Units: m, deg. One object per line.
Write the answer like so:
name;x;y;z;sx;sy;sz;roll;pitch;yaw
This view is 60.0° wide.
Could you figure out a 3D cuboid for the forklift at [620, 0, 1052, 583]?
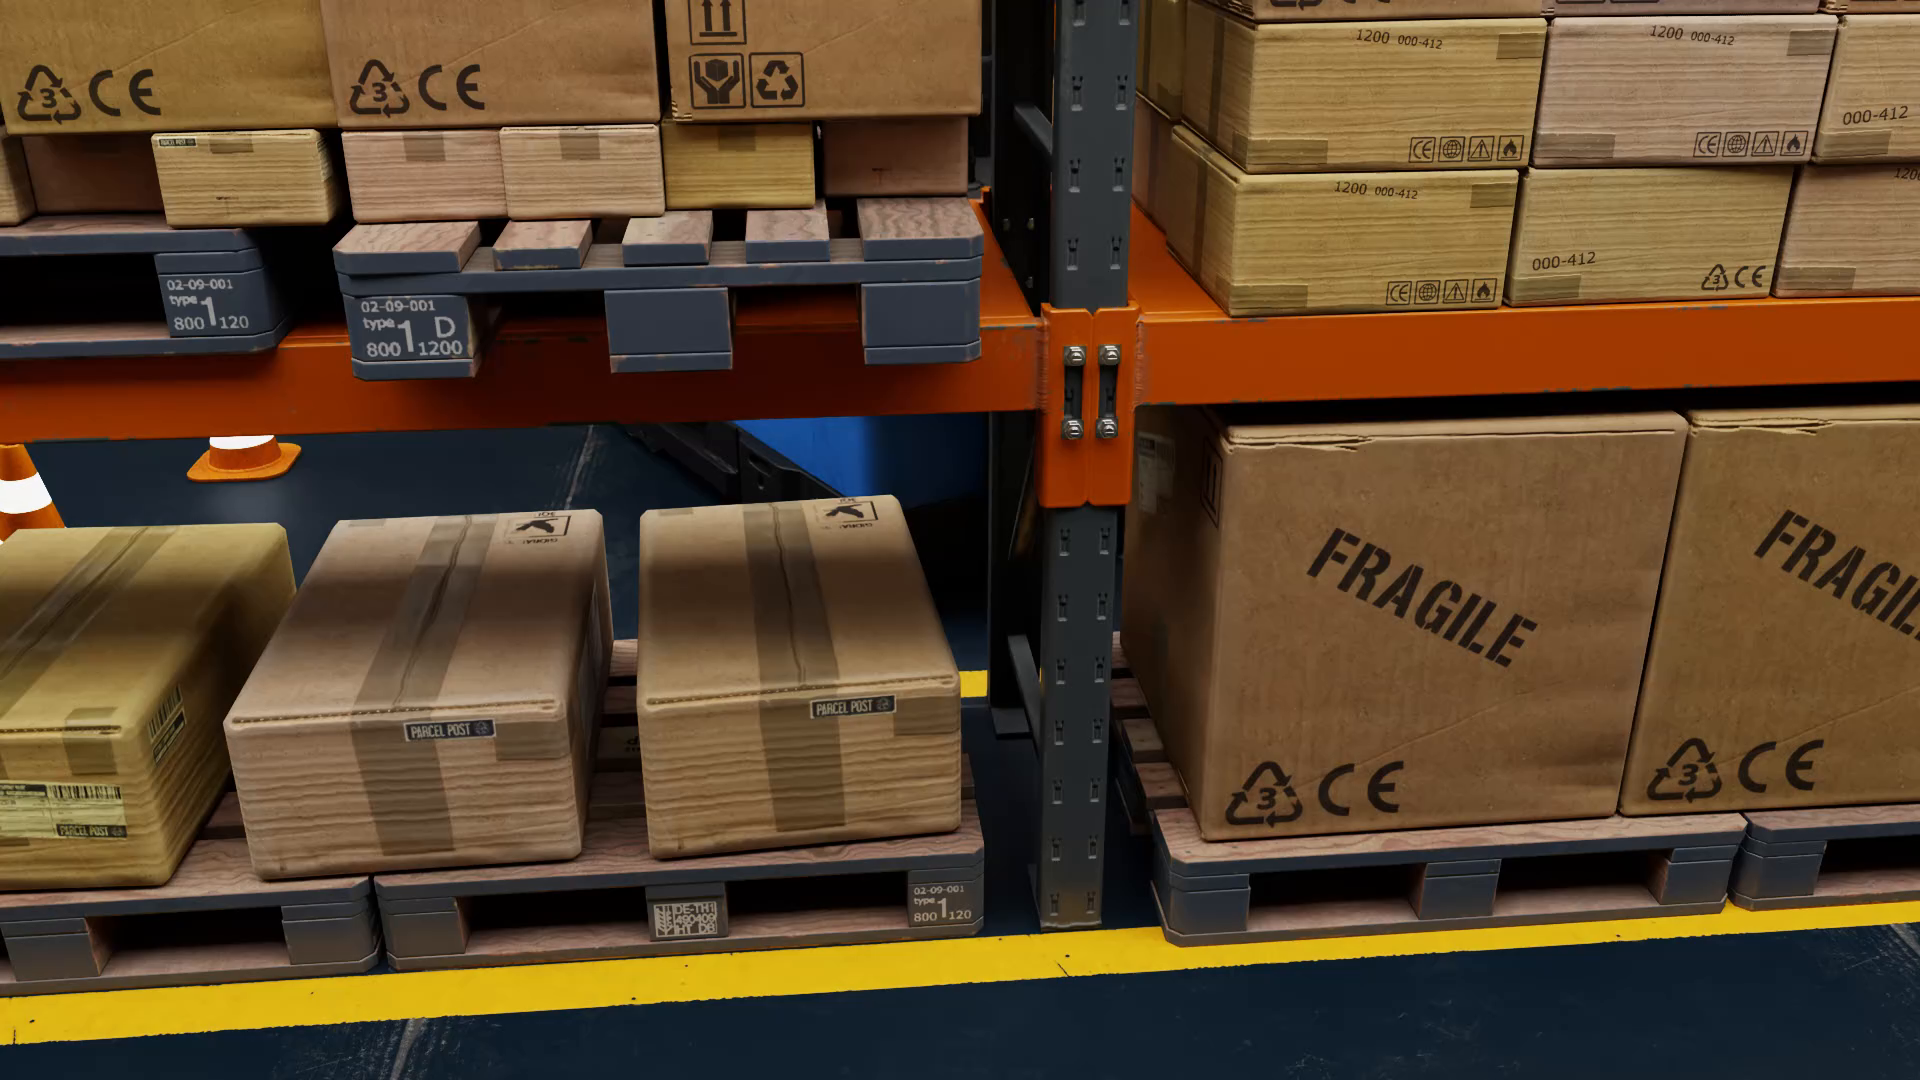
forklift;-0.612;-1.744;5.565;1.130;2.935;3.031;-15;28;-30

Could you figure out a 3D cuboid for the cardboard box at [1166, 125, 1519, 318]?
cardboard box;0.693;-0.615;3.125;0.500;0.250;0.500;-3;24;-6

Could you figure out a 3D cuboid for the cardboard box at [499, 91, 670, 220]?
cardboard box;-0.628;-0.666;2.848;0.250;0.149;0.380;-2;24;-6

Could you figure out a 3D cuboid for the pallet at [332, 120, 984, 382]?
pallet;-0.518;-0.606;3.157;1.003;0.211;1.213;-2;24;-5

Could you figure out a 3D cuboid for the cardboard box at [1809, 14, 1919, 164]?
cardboard box;1.721;-0.881;3.108;0.500;0.250;0.500;-2;24;-5

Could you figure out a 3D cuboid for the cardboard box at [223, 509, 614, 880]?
cardboard box;-1.116;0.295;3.612;0.625;0.372;0.950;-3;24;-6

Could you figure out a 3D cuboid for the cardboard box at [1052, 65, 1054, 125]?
cardboard box;0.304;-2.084;7.884;0.500;0.250;0.500;-3;24;-8

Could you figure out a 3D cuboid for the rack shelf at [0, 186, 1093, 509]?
rack shelf;-1.809;-0.357;3.246;4.000;0.370;1.077;-2;24;-5

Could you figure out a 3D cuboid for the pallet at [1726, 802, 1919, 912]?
pallet;2.184;0.460;3.955;1.213;0.211;1.003;-2;24;-5

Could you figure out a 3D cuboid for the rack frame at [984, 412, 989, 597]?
rack frame;0.142;-0.348;4.555;0.015;1.200;0.240;-15;28;-30

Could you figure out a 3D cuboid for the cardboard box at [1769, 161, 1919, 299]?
cardboard box;1.725;-0.661;3.229;0.500;0.250;0.500;-2;24;-3

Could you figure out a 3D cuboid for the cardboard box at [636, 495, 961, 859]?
cardboard box;-0.382;0.262;3.686;0.625;0.372;0.950;-4;24;-9

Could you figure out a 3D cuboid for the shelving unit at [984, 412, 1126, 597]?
shelving unit;0.347;-0.402;4.677;0.503;1.200;0.258;-15;28;-30

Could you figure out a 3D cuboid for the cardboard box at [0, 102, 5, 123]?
cardboard box;-1.803;-0.941;2.669;0.500;0.500;0.500;-3;24;-7

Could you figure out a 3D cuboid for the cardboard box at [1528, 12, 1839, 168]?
cardboard box;1.224;-0.866;3.075;0.500;0.250;0.500;-2;24;-4

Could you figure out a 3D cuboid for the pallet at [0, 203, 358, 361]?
pallet;-1.785;-0.582;3.103;1.213;0.211;1.003;-2;24;-5

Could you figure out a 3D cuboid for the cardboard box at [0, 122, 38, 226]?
cardboard box;-1.656;-0.641;2.790;0.250;0.149;0.380;-3;24;-7

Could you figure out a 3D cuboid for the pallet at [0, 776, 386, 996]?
pallet;-1.808;0.587;3.670;1.213;0.211;1.003;-2;24;-5

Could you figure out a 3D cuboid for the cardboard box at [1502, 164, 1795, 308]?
cardboard box;1.202;-0.643;3.187;0.500;0.250;0.500;-3;24;-7

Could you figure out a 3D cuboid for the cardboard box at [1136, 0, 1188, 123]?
cardboard box;0.638;-1.048;3.483;0.500;0.250;0.500;-2;24;-5

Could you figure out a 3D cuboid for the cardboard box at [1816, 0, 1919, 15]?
cardboard box;1.705;-1.227;2.964;0.500;0.500;0.500;-2;24;-4

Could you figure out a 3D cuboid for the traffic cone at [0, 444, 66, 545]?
traffic cone;-2.703;-0.062;4.820;0.334;0.463;0.336;-2;24;-5

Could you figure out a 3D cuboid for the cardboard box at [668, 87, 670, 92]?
cardboard box;-0.722;-0.915;3.407;0.250;0.149;0.380;-4;24;-9

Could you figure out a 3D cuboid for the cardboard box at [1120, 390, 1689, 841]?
cardboard box;0.877;0.019;3.612;0.875;0.875;0.875;-3;24;-6

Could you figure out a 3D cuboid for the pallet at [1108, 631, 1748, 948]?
pallet;0.973;0.508;3.848;1.213;0.211;1.003;-2;24;-5

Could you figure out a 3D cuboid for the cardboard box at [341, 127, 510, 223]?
cardboard box;-0.879;-0.660;2.833;0.250;0.149;0.380;-3;24;-8

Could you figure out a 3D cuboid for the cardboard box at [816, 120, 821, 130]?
cardboard box;-0.161;-0.905;3.385;0.250;0.149;0.380;-4;24;-8

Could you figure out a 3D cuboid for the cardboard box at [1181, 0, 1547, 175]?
cardboard box;0.710;-0.846;3.029;0.500;0.250;0.500;-2;24;-6

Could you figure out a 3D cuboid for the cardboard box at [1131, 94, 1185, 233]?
cardboard box;0.659;-0.822;3.591;0.500;0.250;0.500;-3;24;-7

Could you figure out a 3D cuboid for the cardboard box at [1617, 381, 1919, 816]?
cardboard box;1.765;-0.014;3.688;0.875;0.875;0.875;-2;24;-5

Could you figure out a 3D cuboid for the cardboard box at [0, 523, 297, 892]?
cardboard box;-1.871;0.323;3.550;0.625;0.372;0.950;-2;24;-3

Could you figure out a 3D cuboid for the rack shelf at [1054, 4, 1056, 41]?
rack shelf;1.584;-2.513;8.097;4.000;0.370;1.077;-2;24;-5

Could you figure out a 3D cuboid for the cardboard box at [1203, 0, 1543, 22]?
cardboard box;0.696;-1.189;2.878;0.500;0.500;0.500;-3;24;-7

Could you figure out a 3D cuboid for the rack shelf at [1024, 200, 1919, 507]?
rack shelf;2.171;-0.517;3.605;4.000;0.370;1.077;-2;24;-5

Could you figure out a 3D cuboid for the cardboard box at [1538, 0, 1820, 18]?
cardboard box;1.189;-1.213;2.931;0.500;0.500;0.500;-2;24;-5

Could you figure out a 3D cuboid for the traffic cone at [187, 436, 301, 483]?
traffic cone;-2.513;-0.478;5.755;0.334;0.463;0.336;-2;24;-5

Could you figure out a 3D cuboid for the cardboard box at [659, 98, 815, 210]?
cardboard box;-0.382;-0.695;2.912;0.250;0.149;0.380;-2;24;-4

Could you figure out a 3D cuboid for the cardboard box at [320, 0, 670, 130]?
cardboard box;-0.757;-0.983;2.763;0.500;0.500;0.500;-3;24;-6

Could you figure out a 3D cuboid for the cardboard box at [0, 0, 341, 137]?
cardboard box;-1.259;-0.963;2.717;0.500;0.500;0.500;-4;24;-9

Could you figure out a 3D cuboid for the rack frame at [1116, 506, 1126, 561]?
rack frame;0.551;-0.456;4.799;0.015;1.200;0.240;-15;28;-30

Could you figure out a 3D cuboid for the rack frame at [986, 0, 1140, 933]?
rack frame;0.181;-0.766;3.279;0.127;3.000;1.000;-2;24;-5

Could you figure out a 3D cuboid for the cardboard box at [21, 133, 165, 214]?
cardboard box;-1.414;-0.684;2.888;0.250;0.149;0.380;-2;24;-5

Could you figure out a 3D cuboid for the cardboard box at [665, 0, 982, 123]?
cardboard box;-0.244;-1.009;2.820;0.500;0.500;0.500;-3;24;-7

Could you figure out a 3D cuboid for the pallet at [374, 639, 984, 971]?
pallet;-0.597;0.539;3.777;1.213;0.211;1.003;-2;24;-5

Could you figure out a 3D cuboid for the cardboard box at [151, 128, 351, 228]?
cardboard box;-1.152;-0.643;2.796;0.250;0.149;0.380;-2;24;-4

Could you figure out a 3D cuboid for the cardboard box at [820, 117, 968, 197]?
cardboard box;-0.122;-0.734;3.002;0.250;0.149;0.380;-1;24;-3
